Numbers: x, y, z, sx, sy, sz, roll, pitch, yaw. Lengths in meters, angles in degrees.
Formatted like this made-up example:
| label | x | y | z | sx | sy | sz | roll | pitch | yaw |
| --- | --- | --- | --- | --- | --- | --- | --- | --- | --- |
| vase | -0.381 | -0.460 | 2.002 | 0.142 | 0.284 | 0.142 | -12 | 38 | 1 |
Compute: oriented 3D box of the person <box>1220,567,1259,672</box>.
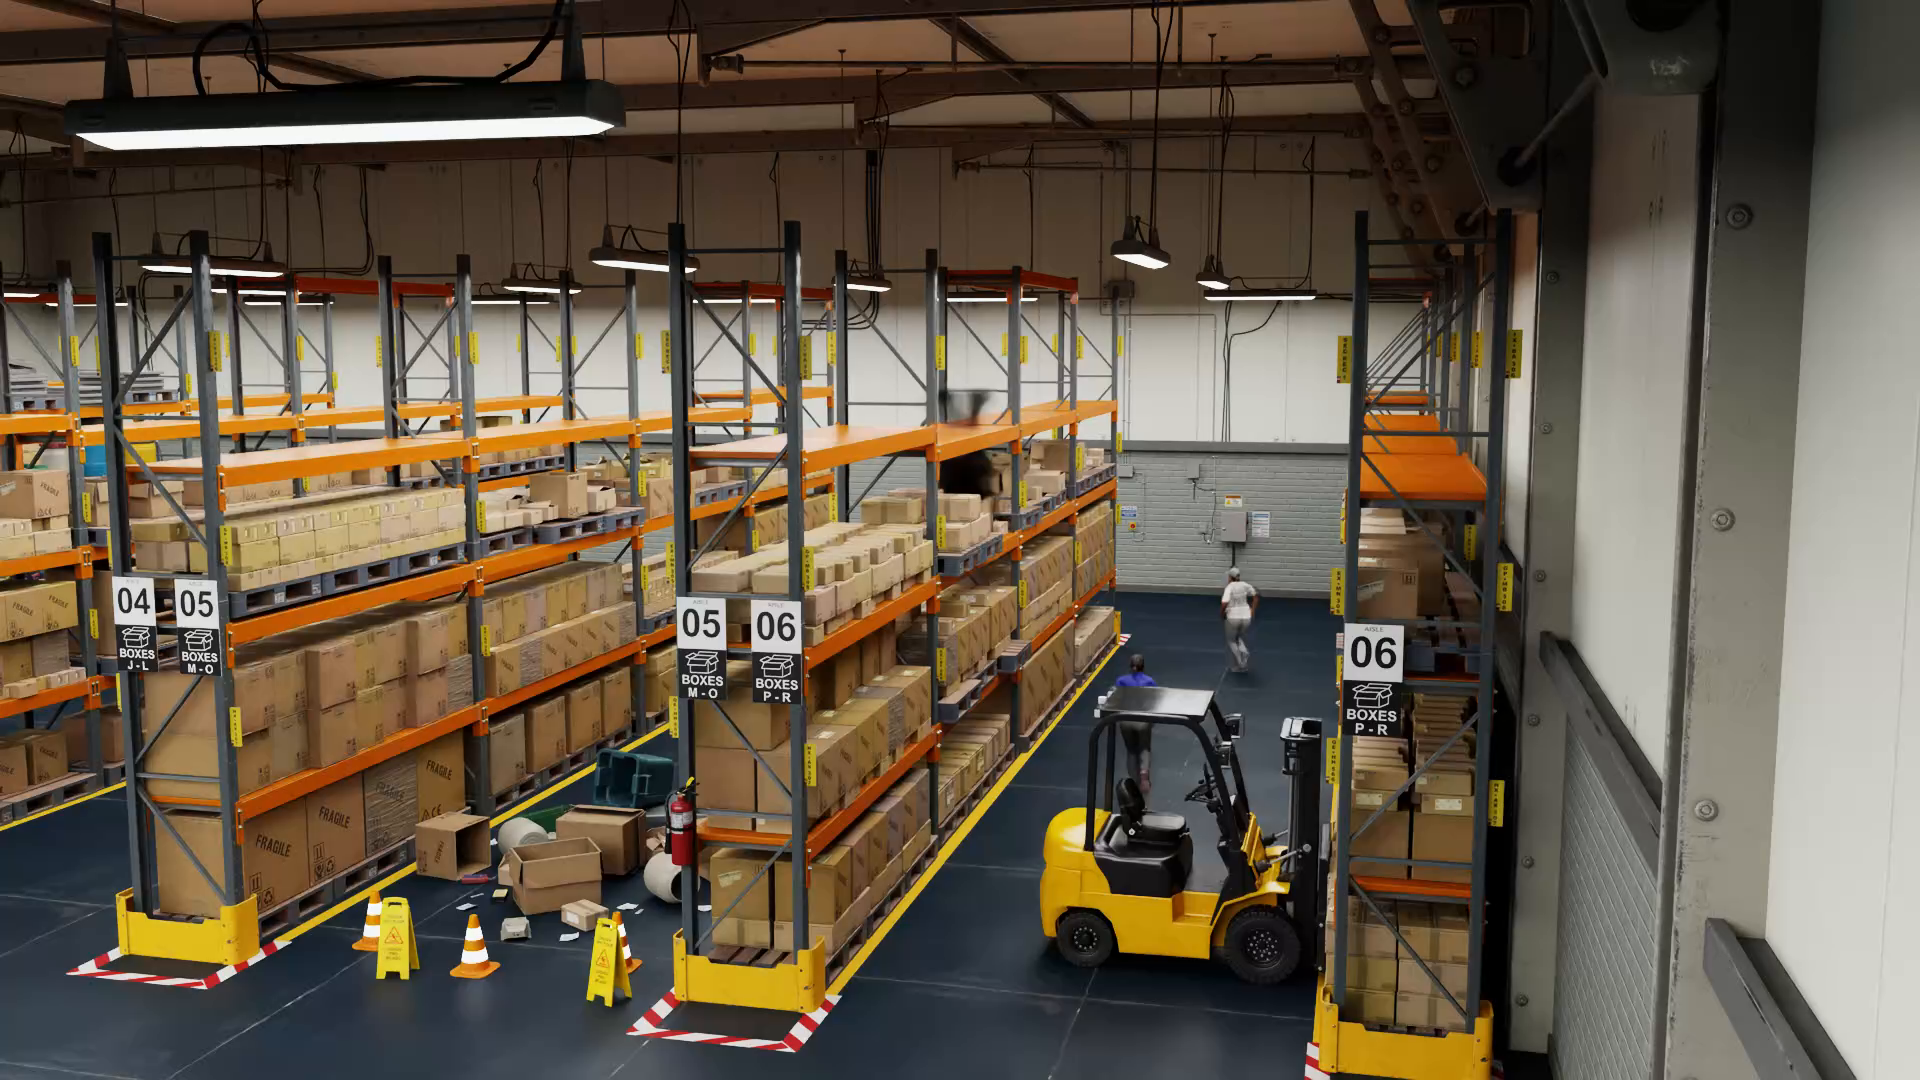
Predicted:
| label | x | y | z | sx | sy | sz | roll | pitch | yaw |
| --- | --- | --- | --- | --- | --- | --- | --- | --- | --- |
| person | 4.314 | 1.234 | 25.774 | 0.677 | 1.624 | 0.514 | -3 | 8 | -25 |

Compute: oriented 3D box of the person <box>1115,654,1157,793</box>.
| label | x | y | z | sx | sy | sz | roll | pitch | yaw |
| --- | --- | --- | --- | --- | --- | --- | --- | --- | --- |
| person | 1.985 | 2.087 | 18.785 | 0.574 | 1.626 | 0.587 | 2 | 7 | 15 |
